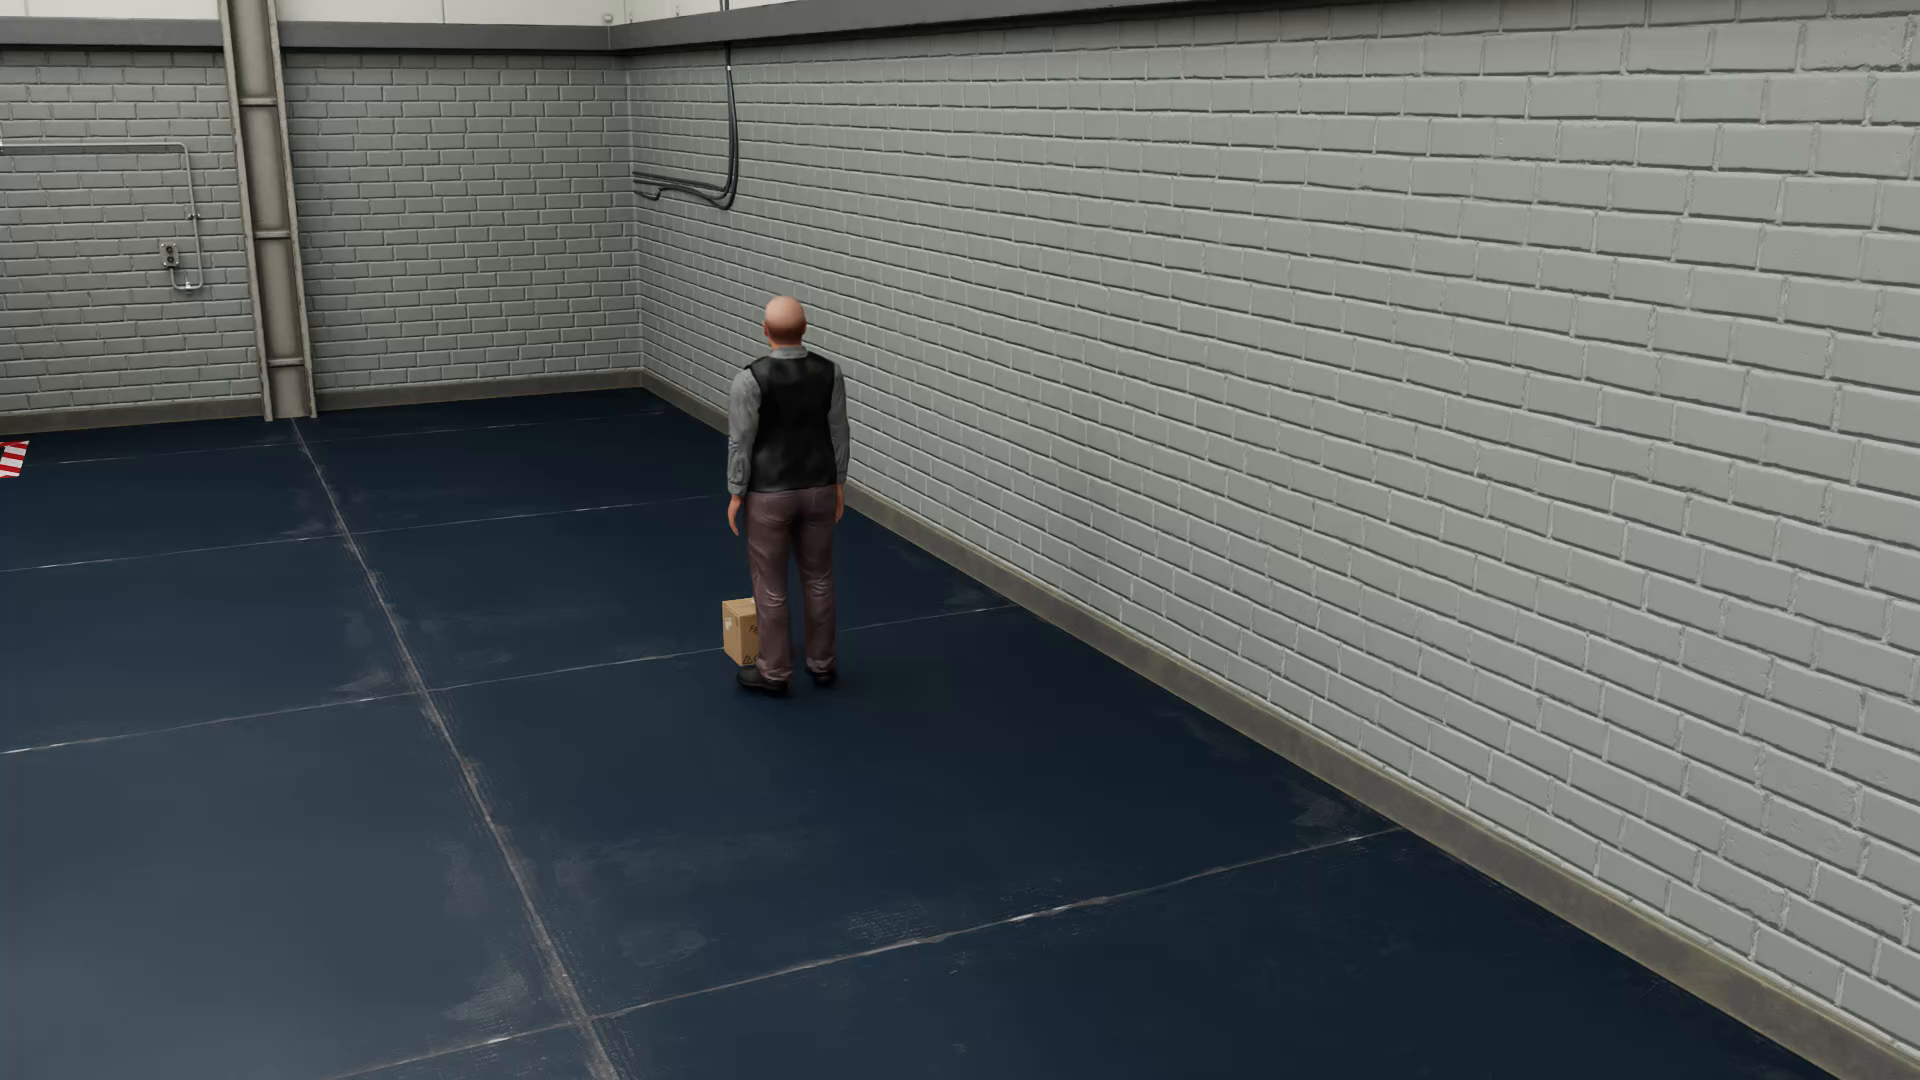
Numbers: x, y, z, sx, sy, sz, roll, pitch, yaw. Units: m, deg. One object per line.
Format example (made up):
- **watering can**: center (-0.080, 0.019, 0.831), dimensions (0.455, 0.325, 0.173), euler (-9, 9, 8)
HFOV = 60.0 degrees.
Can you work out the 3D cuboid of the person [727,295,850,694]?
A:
- **person**: center (-0.754, -0.195, 7.194), dimensions (0.548, 1.726, 0.378), euler (-9, 17, -29)
